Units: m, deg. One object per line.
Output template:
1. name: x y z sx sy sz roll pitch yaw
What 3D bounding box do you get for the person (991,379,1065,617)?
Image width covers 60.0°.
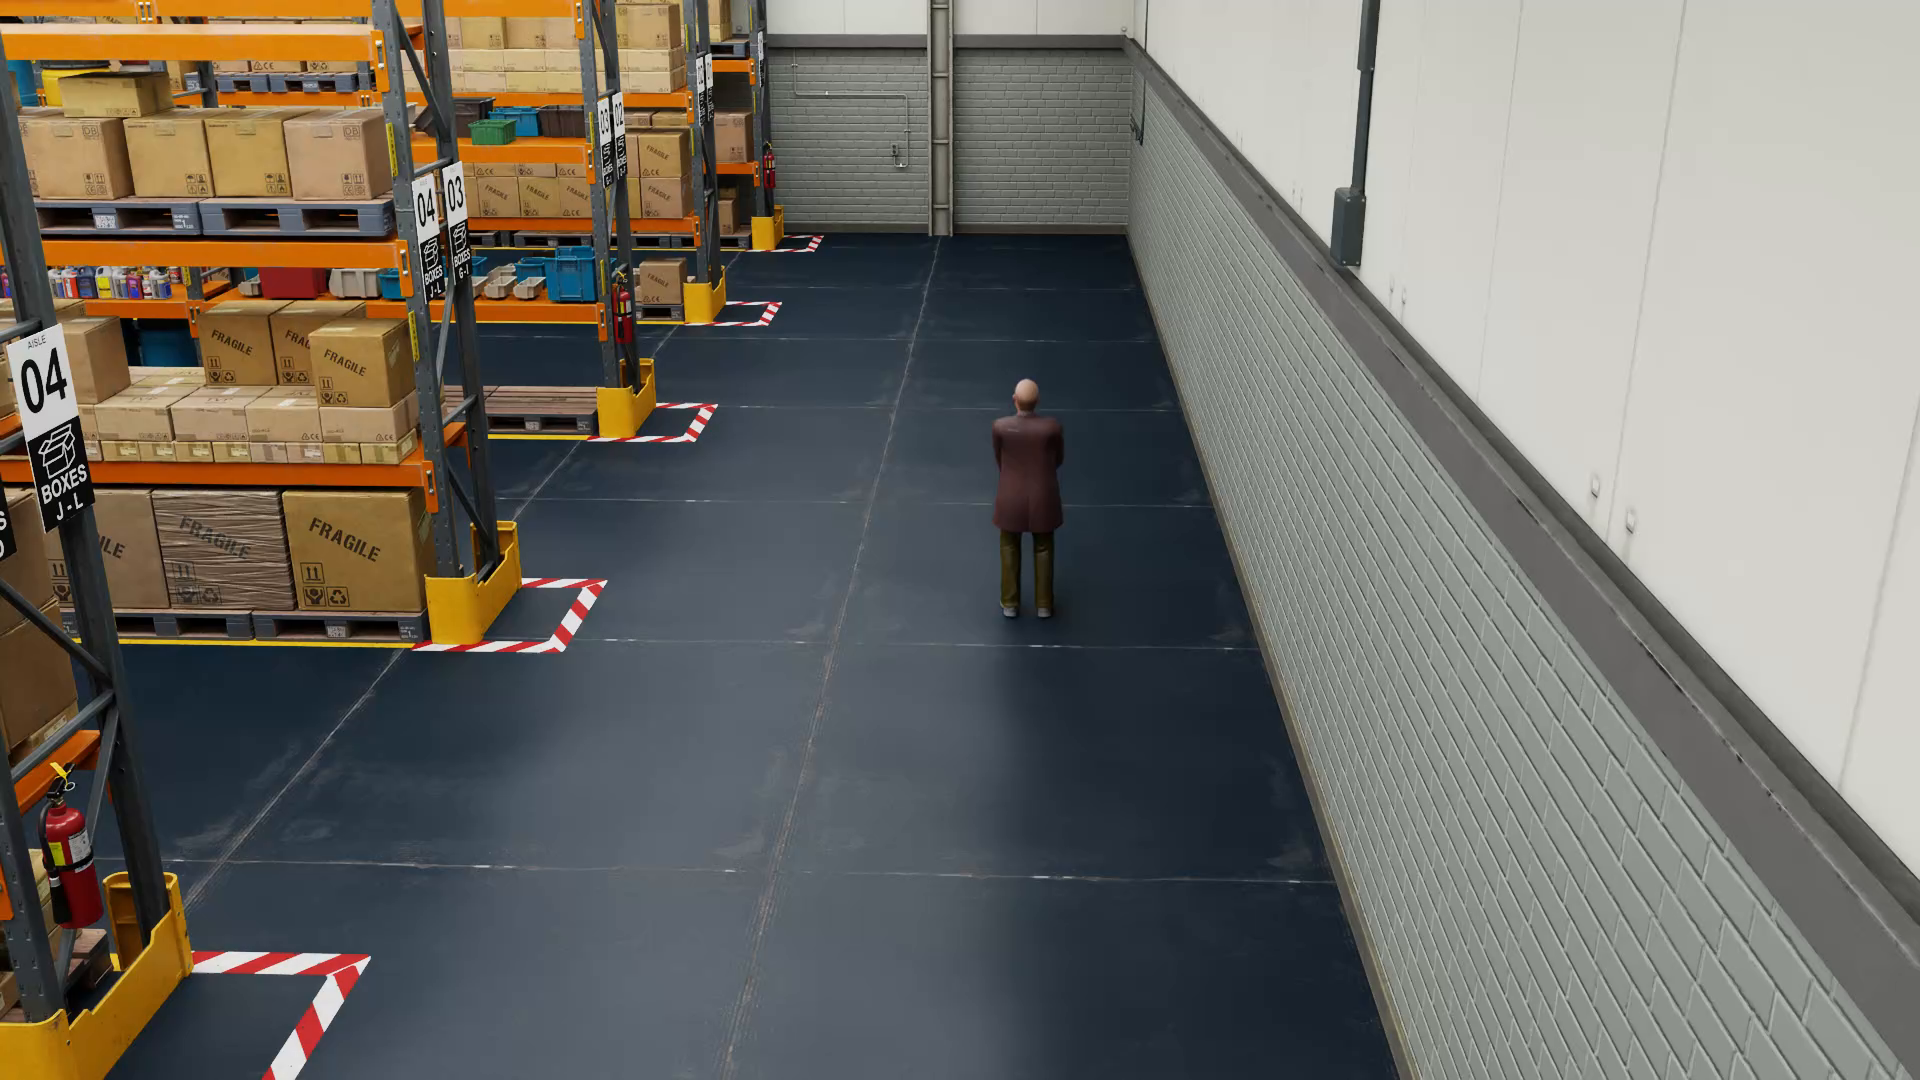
1. person: 0.487 -0.340 12.018 0.529 1.773 0.550 1 21 3
